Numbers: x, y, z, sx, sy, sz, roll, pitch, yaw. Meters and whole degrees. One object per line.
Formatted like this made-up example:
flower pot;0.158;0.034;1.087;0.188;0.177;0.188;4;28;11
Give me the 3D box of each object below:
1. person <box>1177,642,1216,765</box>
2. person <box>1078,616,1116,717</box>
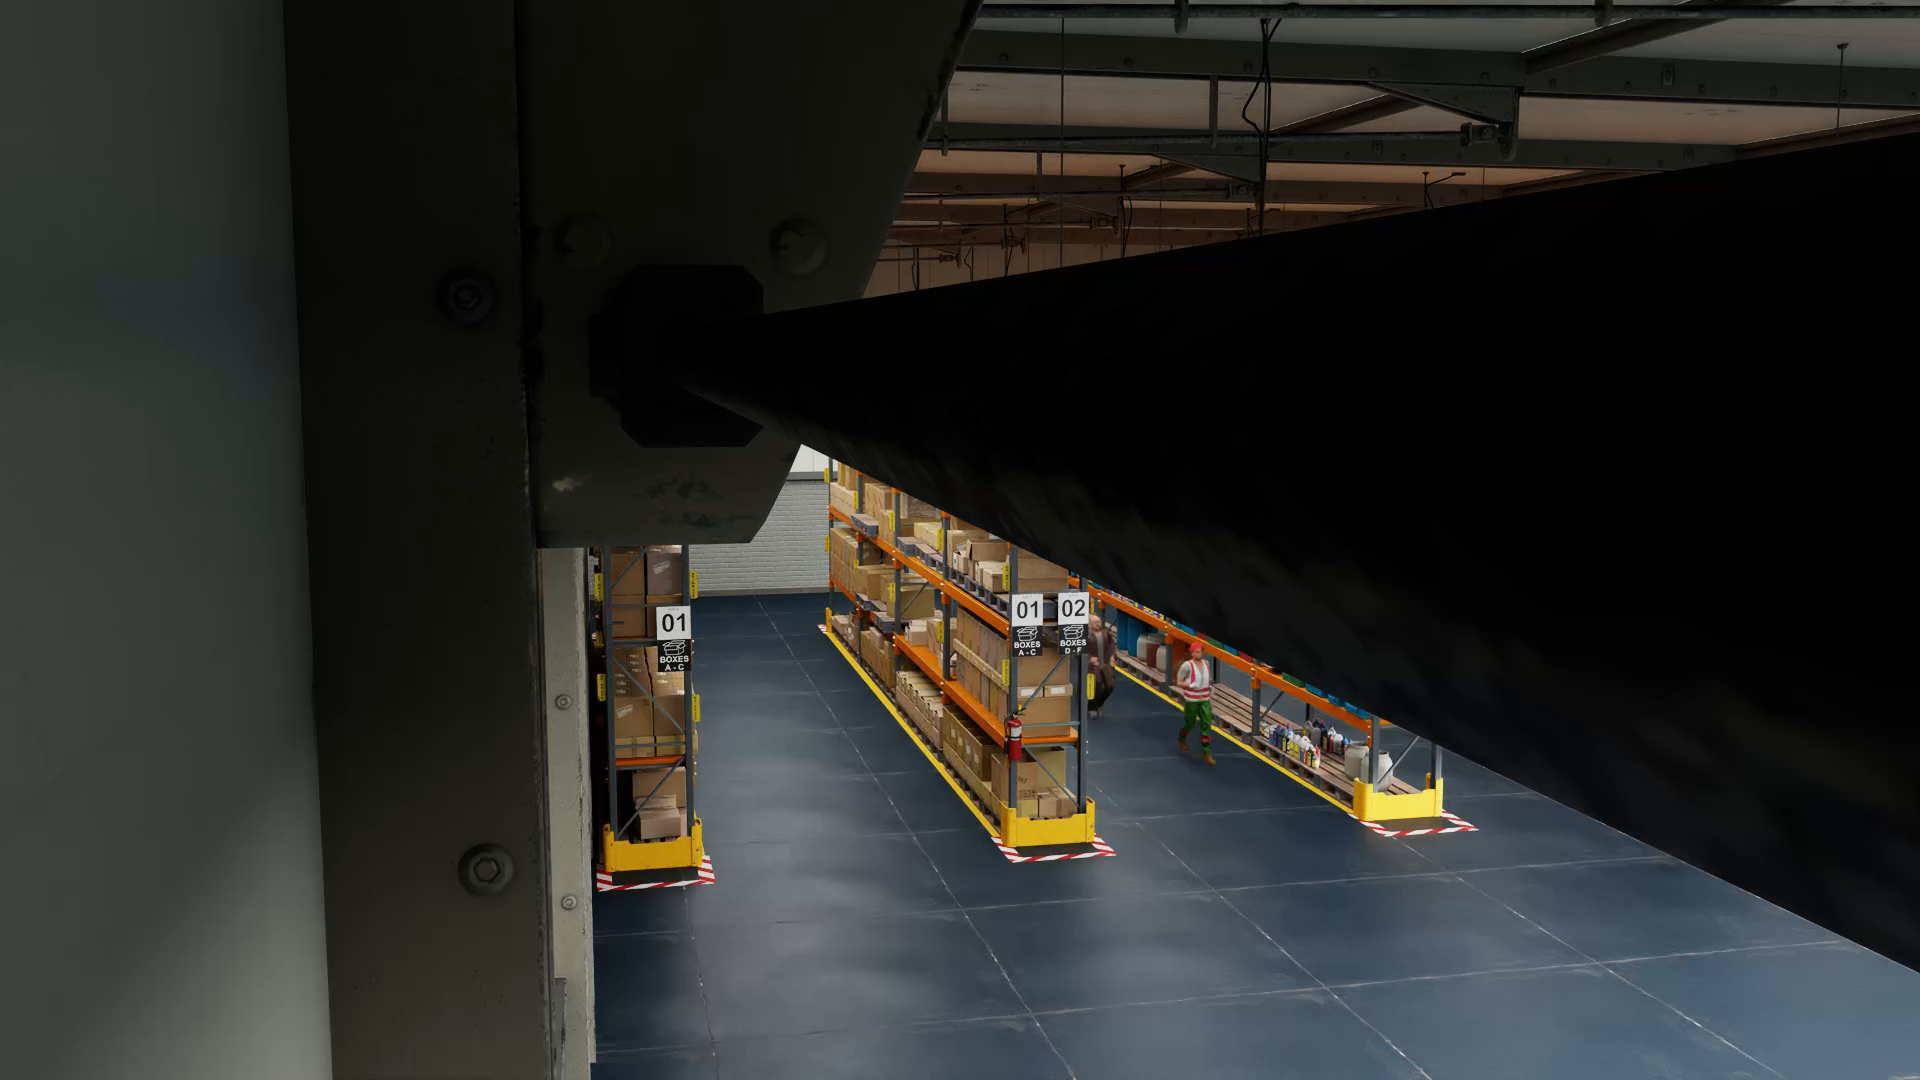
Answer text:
person;3.576;2.432;25.174;0.654;1.791;0.976;-2;7;-19
person;2.334;2.141;28.030;0.722;1.735;0.660;-2;7;-16
